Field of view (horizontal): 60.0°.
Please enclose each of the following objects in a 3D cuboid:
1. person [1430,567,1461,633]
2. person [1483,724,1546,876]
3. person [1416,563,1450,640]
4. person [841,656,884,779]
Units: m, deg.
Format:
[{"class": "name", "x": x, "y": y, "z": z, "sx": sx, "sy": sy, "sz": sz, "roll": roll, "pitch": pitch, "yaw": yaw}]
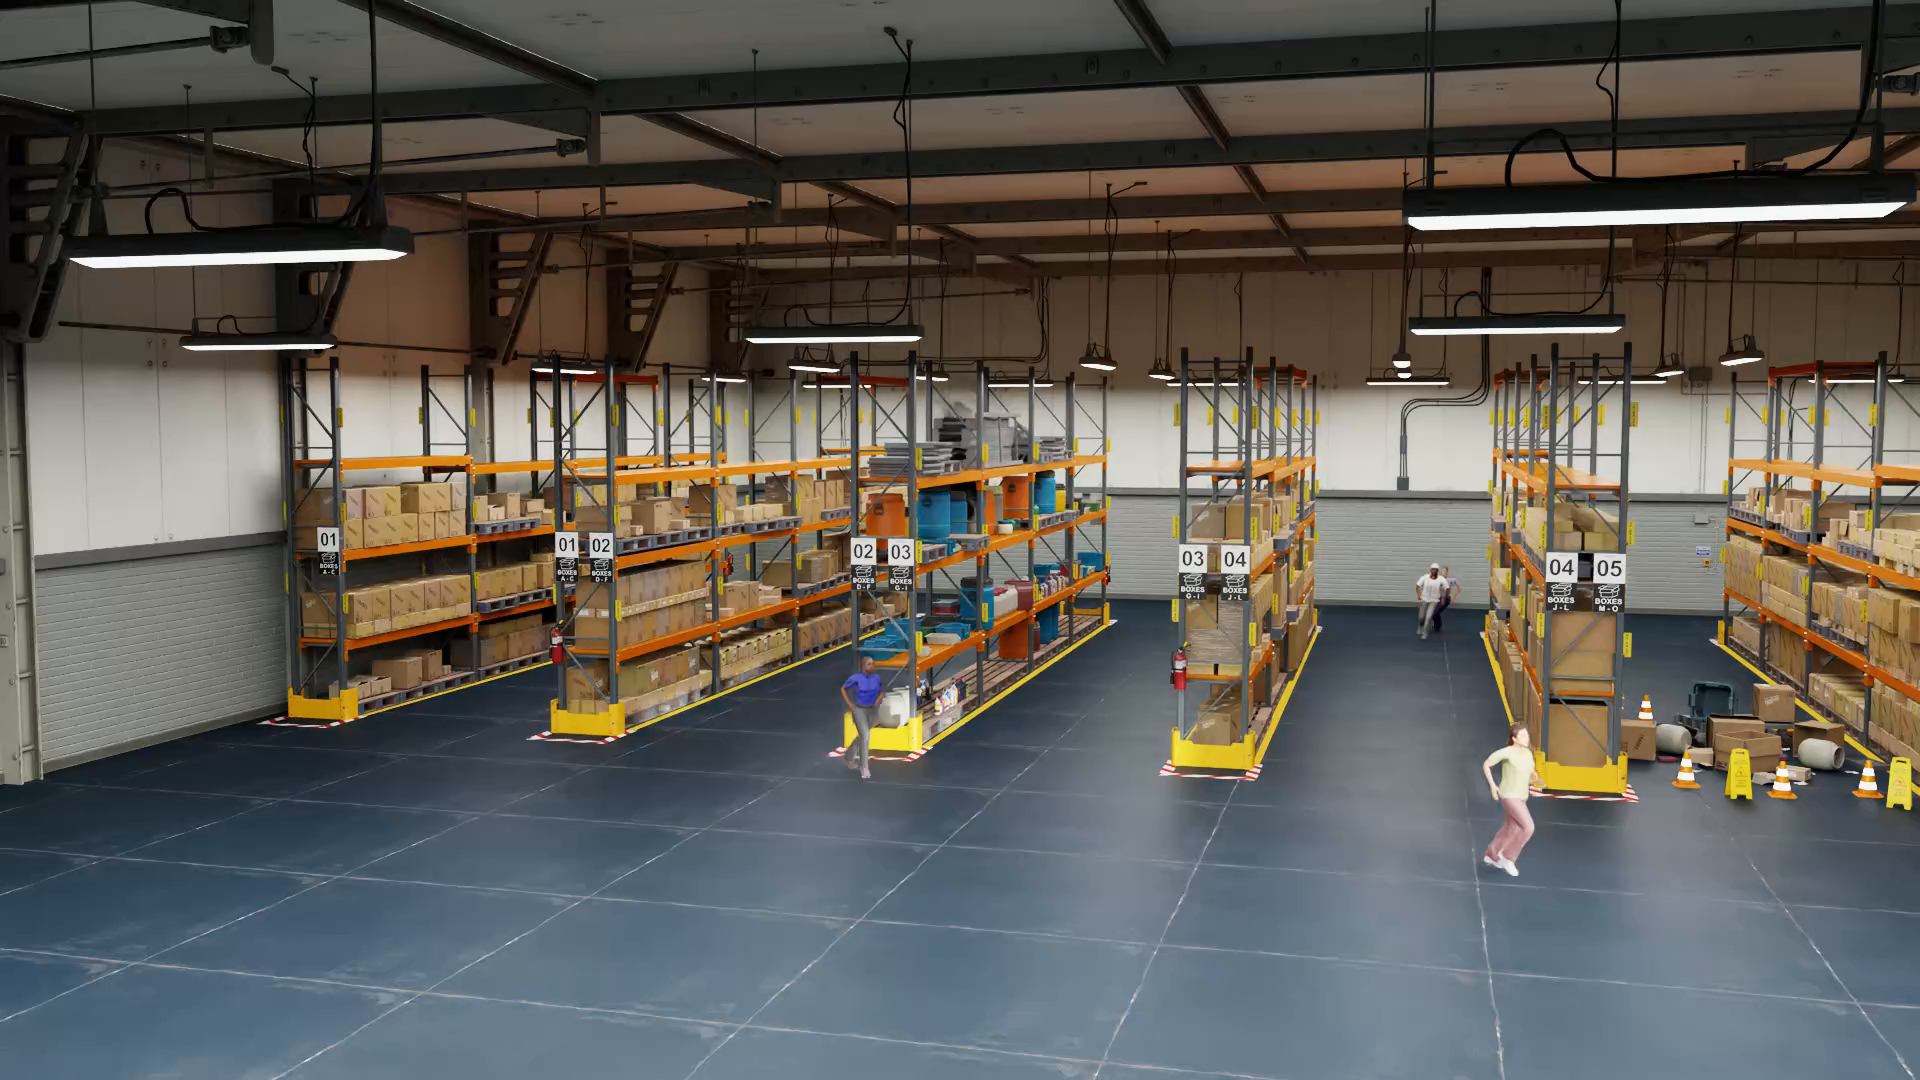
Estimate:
[{"class": "person", "x": 11.210, "y": 1.393, "z": 38.688, "sx": 0.647, "sy": 1.573, "sz": 0.764, "roll": -3, "pitch": 5, "yaw": -37}, {"class": "person", "x": 6.072, "y": 2.835, "z": 18.212, "sx": 0.544, "sy": 1.659, "sz": 0.734, "roll": -3, "pitch": 5, "yaw": -36}, {"class": "person", "x": 10.690, "y": 1.383, "z": 37.637, "sx": 0.753, "sy": 1.735, "sz": 0.728, "roll": 2, "pitch": 5, "yaw": 22}, {"class": "person", "x": -1.361, "y": 2.479, "z": 23.410, "sx": 0.609, "sy": 1.720, "sz": 0.693, "roll": -3, "pitch": 5, "yaw": -36}]
